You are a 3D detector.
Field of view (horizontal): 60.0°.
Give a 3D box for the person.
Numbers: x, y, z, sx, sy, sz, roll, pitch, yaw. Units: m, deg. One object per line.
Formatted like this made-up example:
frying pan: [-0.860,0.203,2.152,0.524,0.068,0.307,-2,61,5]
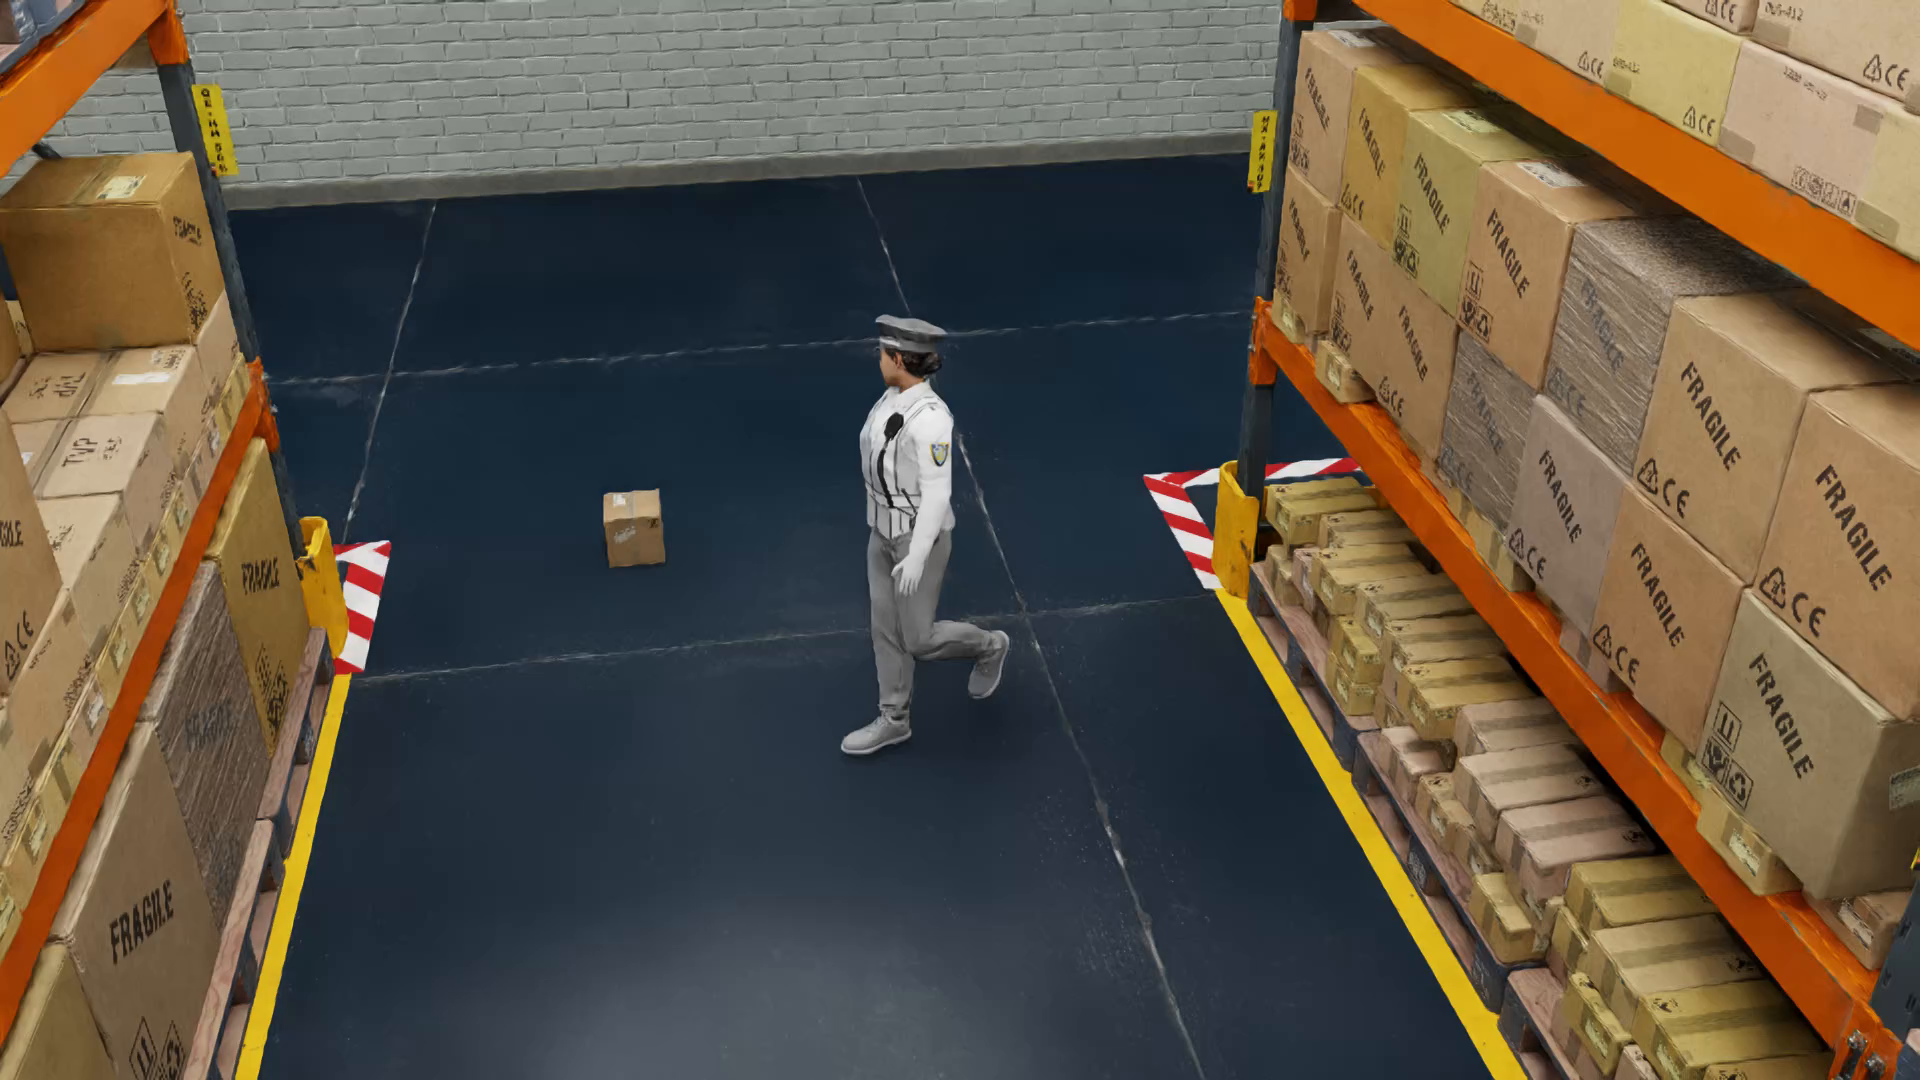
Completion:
person: [-0.181,-0.024,6.194,0.732,1.630,0.527,-14,34,-22]
